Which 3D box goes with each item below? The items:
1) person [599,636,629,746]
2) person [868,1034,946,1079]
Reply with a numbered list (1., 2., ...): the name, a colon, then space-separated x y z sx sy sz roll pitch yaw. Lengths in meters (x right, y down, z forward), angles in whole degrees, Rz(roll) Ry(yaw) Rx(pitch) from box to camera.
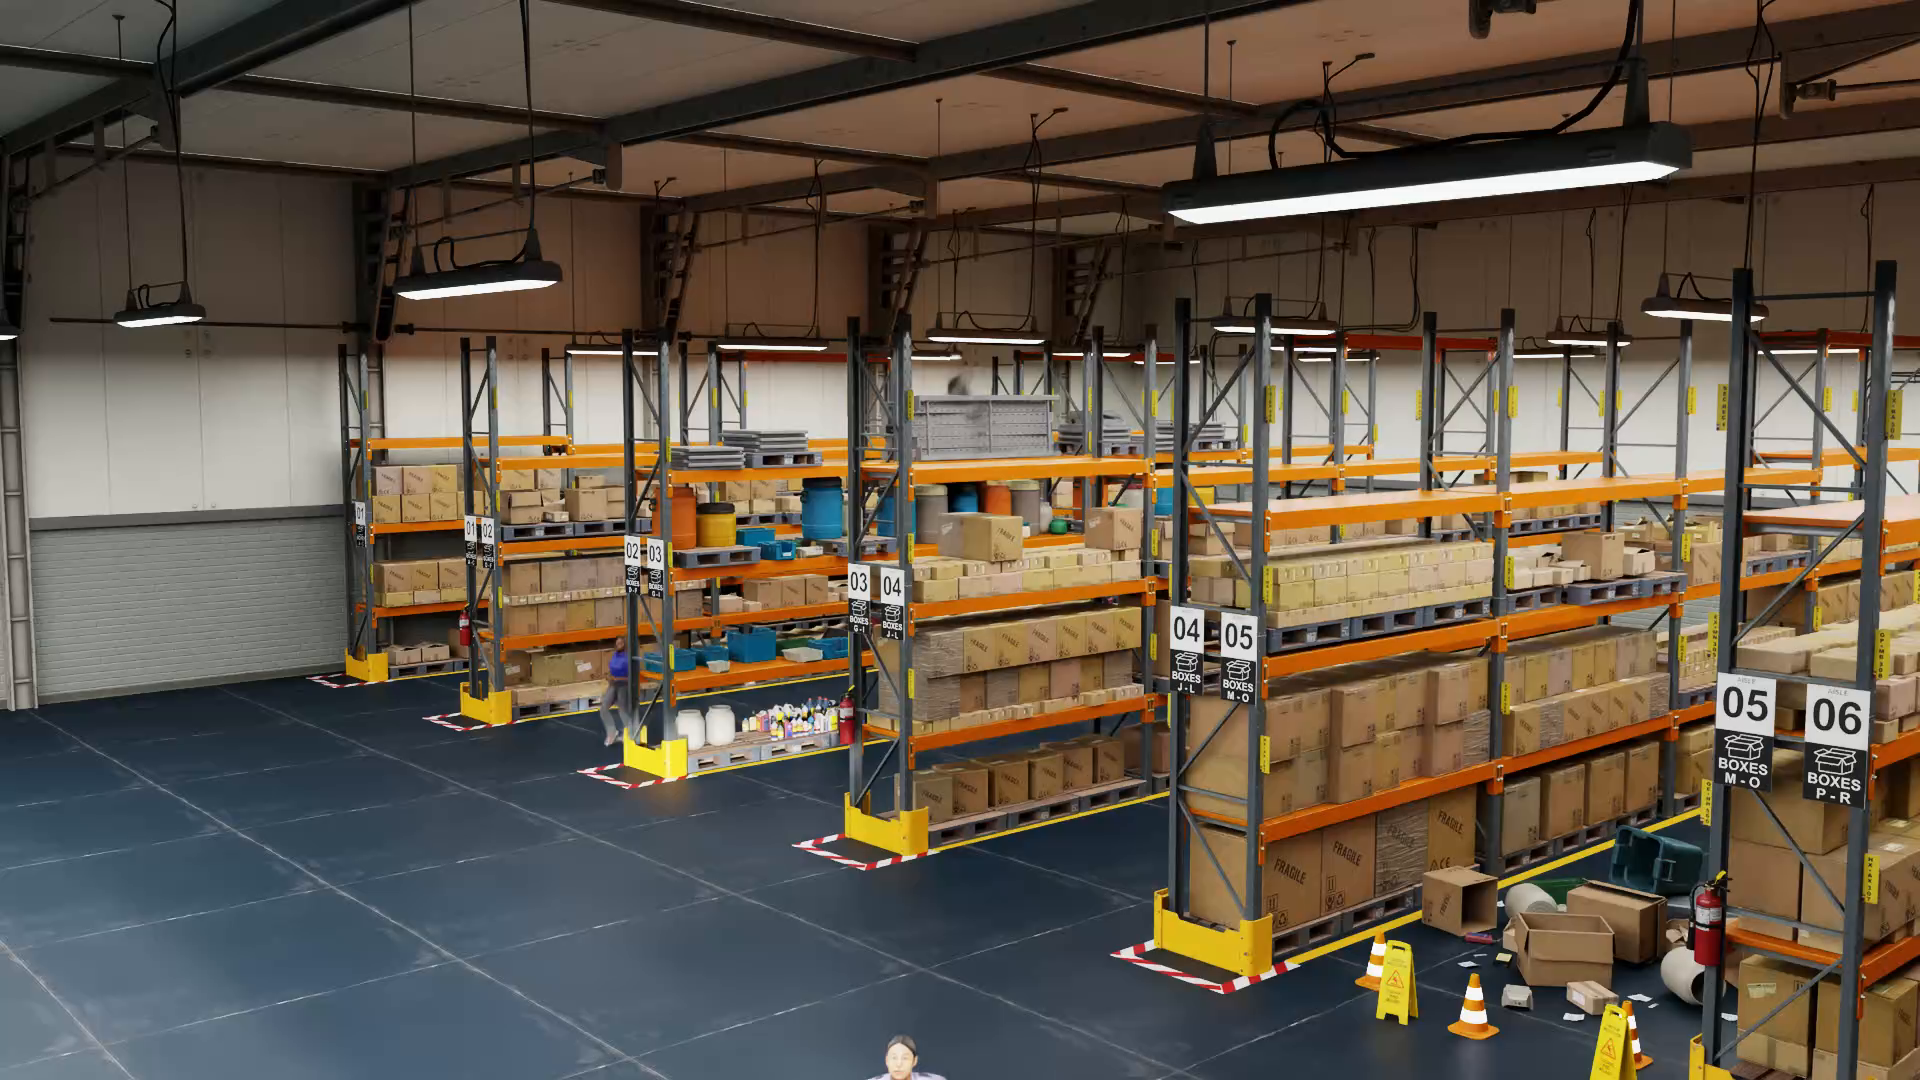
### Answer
1. person: -4.905 2.210 24.190 0.608 1.684 0.640 3 6 33
2. person: -0.308 3.532 9.158 0.661 1.617 0.570 0 5 5
